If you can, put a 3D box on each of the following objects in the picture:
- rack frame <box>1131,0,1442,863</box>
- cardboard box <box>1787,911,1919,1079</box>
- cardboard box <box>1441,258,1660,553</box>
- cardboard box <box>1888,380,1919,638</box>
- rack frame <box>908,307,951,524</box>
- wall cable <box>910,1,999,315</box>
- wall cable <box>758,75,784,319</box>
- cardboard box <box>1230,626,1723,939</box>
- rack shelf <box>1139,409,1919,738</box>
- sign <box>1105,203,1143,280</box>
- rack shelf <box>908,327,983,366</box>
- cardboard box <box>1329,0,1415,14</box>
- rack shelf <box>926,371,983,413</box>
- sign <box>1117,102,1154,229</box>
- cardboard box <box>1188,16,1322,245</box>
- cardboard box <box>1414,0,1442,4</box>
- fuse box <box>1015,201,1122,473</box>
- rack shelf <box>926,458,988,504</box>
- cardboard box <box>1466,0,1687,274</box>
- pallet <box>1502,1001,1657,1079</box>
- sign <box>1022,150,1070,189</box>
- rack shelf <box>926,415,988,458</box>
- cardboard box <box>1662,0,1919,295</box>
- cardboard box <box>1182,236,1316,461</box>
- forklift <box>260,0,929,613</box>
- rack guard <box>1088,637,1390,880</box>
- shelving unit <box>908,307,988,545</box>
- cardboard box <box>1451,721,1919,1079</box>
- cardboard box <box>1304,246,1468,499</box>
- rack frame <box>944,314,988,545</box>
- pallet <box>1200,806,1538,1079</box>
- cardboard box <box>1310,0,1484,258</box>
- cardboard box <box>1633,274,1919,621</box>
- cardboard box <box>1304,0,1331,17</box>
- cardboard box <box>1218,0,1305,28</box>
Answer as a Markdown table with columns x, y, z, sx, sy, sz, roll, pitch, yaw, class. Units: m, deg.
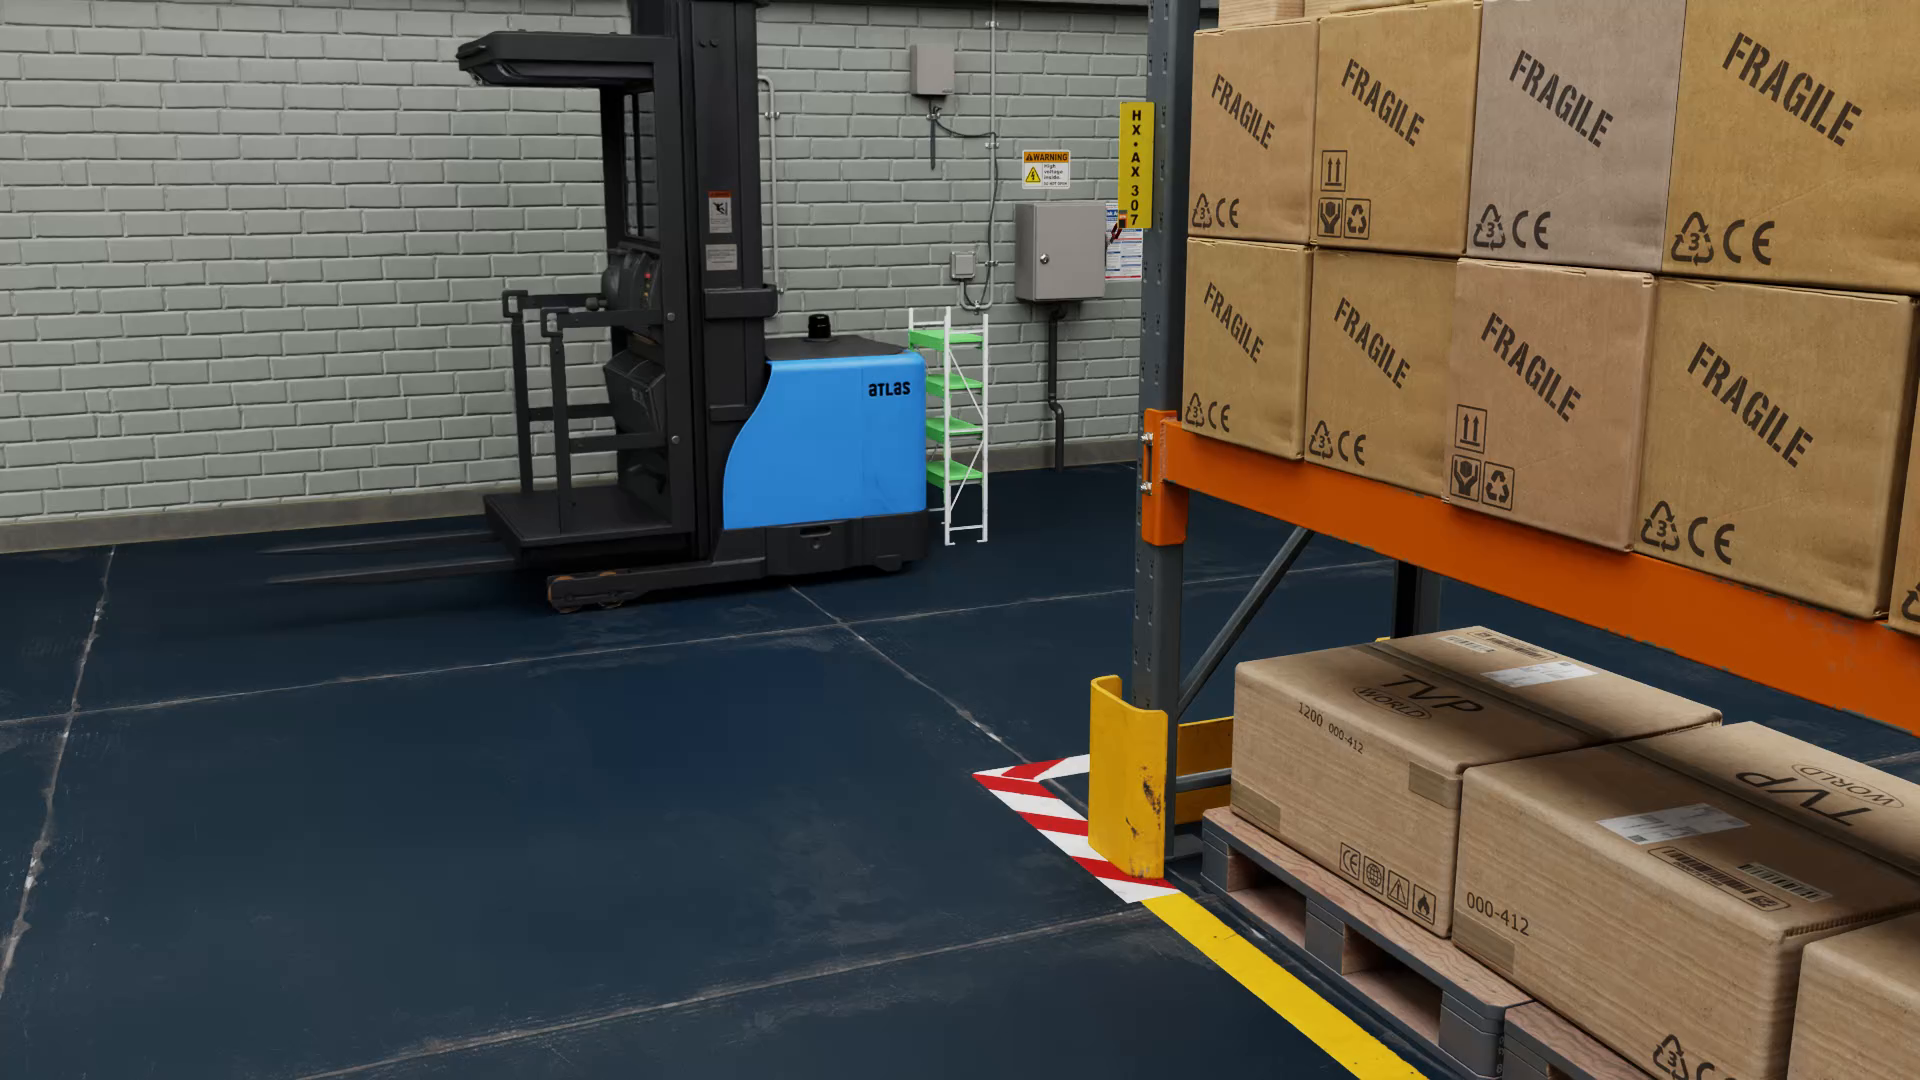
| x | y | z | sx | sy | sz | roll | pitch | yaw | class |
| --- | --- | --- | --- | --- | --- | --- | --- | --- | --- |
| 0.975 | -0.577 | 4.711 | 1.000 | 3.000 | 0.127 | -6 | 14 | -23 | rack frame |
| 2.065 | 0.969 | 2.783 | 0.875 | 0.438 | 0.875 | -6 | 14 | -25 | cardboard box |
| 1.320 | -0.292 | 3.258 | 0.500 | 0.500 | 0.500 | -6 | 14 | -23 | cardboard box |
| 1.732 | -0.081 | 2.344 | 0.500 | 0.500 | 0.500 | -6 | 14 | -24 | cardboard box |
| -0.164 | -0.669 | 9.100 | 0.240 | 1.200 | 0.015 | -6 | 14 | -23 | rack frame |
| -0.010 | -2.365 | 10.185 | 0.588 | 1.984 | 0.122 | -6 | 14 | -23 | wall cable |
| -1.305 | -2.250 | 9.618 | 0.585 | 1.953 | 0.123 | -6 | 14 | -23 | wall cable |
| 1.331 | 0.594 | 4.403 | 0.875 | 0.438 | 0.875 | -6 | 14 | -25 | cardboard box |
| 1.777 | 0.187 | 3.007 | 1.077 | 0.370 | 4.000 | -6 | 14 | -23 | rack shelf |
| 1.048 | -1.941 | 10.814 | 0.329 | 0.494 | 0.001 | -6 | 14 | -23 | sign |
| -0.066 | -1.024 | 8.789 | 0.258 | 0.148 | 0.480 | -6 | 14 | -23 | rack shelf |
| 1.033 | -1.219 | 3.606 | 0.380 | 0.149 | 0.250 | -5 | 14 | -21 | cardboard box |
| -0.066 | -0.790 | 8.843 | 0.258 | 0.148 | 0.480 | -6 | 14 | -23 | rack shelf |
| 0.465 | -0.989 | 4.393 | 0.100 | 0.325 | 0.005 | -6 | 14 | -23 | sign |
| 0.907 | -0.988 | 4.048 | 0.500 | 0.500 | 0.500 | -6 | 14 | -24 | cardboard box |
| 1.155 | -1.166 | 3.378 | 0.380 | 0.149 | 0.250 | -6 | 14 | -25 | cardboard box |
| 0.678 | -1.272 | 10.570 | 0.539 | 1.711 | 0.414 | -6 | 14 | -23 | fuse box |
| -0.066 | -0.323 | 8.951 | 0.258 | 0.148 | 0.480 | -6 | 14 | -23 | rack shelf |
| 1.333 | -0.776 | 3.133 | 0.500 | 0.500 | 0.500 | -6 | 14 | -23 | cardboard box |
| 1.852 | 1.191 | 3.255 | 1.003 | 0.211 | 1.213 | -6 | 14 | -23 | pallet |
| 0.545 | -2.340 | 10.495 | 0.339 | 0.242 | 0.001 | -6 | 14 | -23 | sign |
| -0.066 | -0.557 | 8.897 | 0.258 | 0.148 | 0.480 | -6 | 14 | -23 | rack shelf |
| 1.534 | -0.673 | 2.688 | 0.500 | 0.500 | 0.500 | -6 | 14 | -23 | cardboard box |
| 0.905 | -0.501 | 4.159 | 0.500 | 0.500 | 0.500 | -6 | 14 | -23 | cardboard box |
| -1.714 | -1.236 | 7.708 | 3.031 | 2.935 | 1.130 | -6 | 14 | -24 | forklift |
| 0.966 | 0.636 | 5.015 | 1.175 | 0.500 | 0.348 | -6 | 14 | -23 | rack guard |
| -0.066 | -0.619 | 8.882 | 0.258 | 1.200 | 0.503 | -6 | 14 | -23 | shelving unit |
| 1.706 | 0.782 | 3.589 | 0.875 | 0.438 | 0.875 | -5 | 14 | -21 | cardboard box |
| 1.133 | -0.399 | 3.719 | 0.500 | 0.500 | 0.500 | -6 | 14 | -24 | cardboard box |
| 0.031 | -0.568 | 8.665 | 0.240 | 1.200 | 0.015 | -6 | 14 | -23 | rack frame |
| 1.367 | 0.940 | 4.342 | 1.003 | 0.211 | 1.213 | -6 | 14 | -23 | pallet |
| 1.120 | -0.882 | 3.589 | 0.500 | 0.500 | 0.500 | -6 | 14 | -24 | cardboard box |
| 1.536 | -0.190 | 2.817 | 0.500 | 0.500 | 0.500 | -5 | 14 | -21 | cardboard box |
| 1.034 | -1.283 | 3.883 | 0.380 | 0.149 | 0.250 | -5 | 14 | -22 | cardboard box |
| 0.864 | -1.331 | 4.089 | 0.380 | 0.149 | 0.250 | -5 | 14 | -22 | cardboard box |
